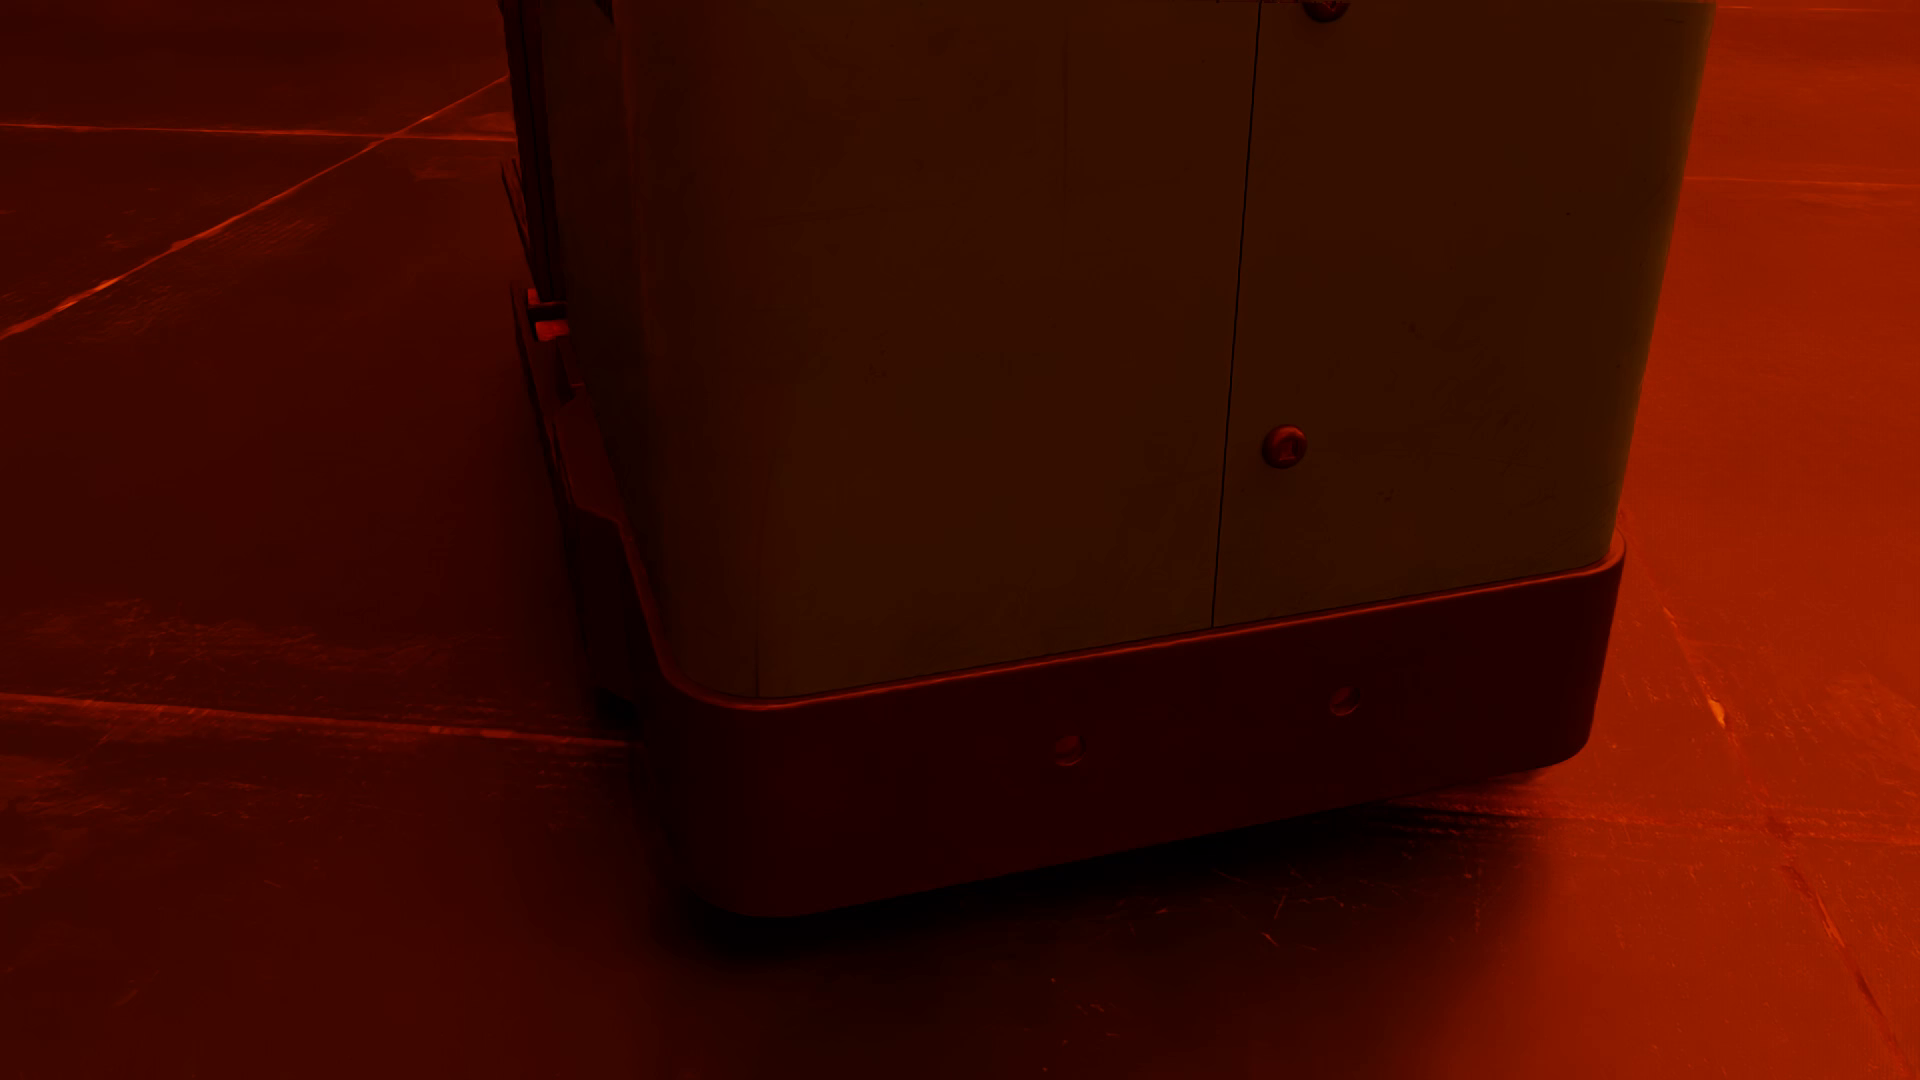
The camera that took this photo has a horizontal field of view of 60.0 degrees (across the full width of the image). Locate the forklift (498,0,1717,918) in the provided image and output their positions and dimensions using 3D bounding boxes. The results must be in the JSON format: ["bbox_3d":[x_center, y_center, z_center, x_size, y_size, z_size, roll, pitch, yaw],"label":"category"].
[{"bbox_3d":[-0.208,-1.584,2.393,1.130,2.935,3.031,-8,28,-16],"label":"forklift"}]
